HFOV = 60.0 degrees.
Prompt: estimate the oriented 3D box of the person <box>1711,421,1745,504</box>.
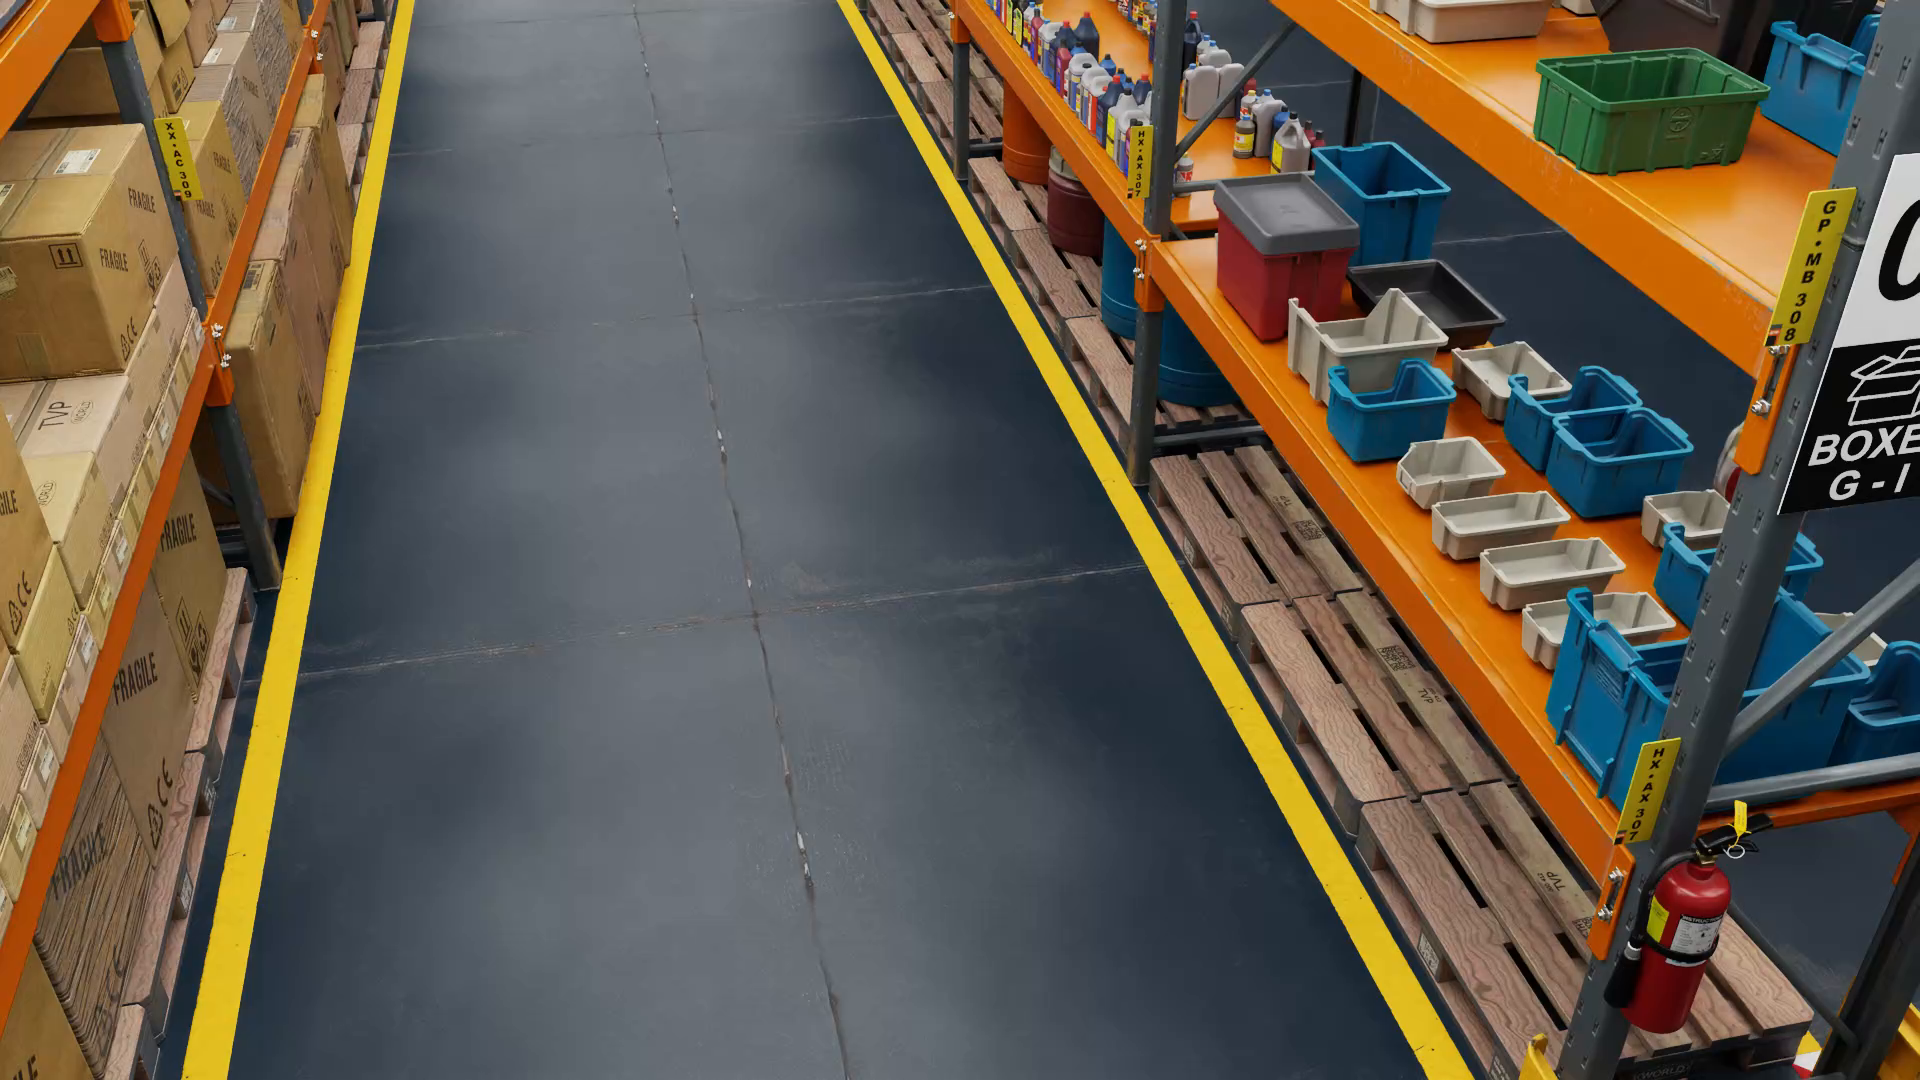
[{"bbox_3d":[2.811,-0.007,6.109,0.420,1.806,0.725,11,36,15],"label":"person"}]
